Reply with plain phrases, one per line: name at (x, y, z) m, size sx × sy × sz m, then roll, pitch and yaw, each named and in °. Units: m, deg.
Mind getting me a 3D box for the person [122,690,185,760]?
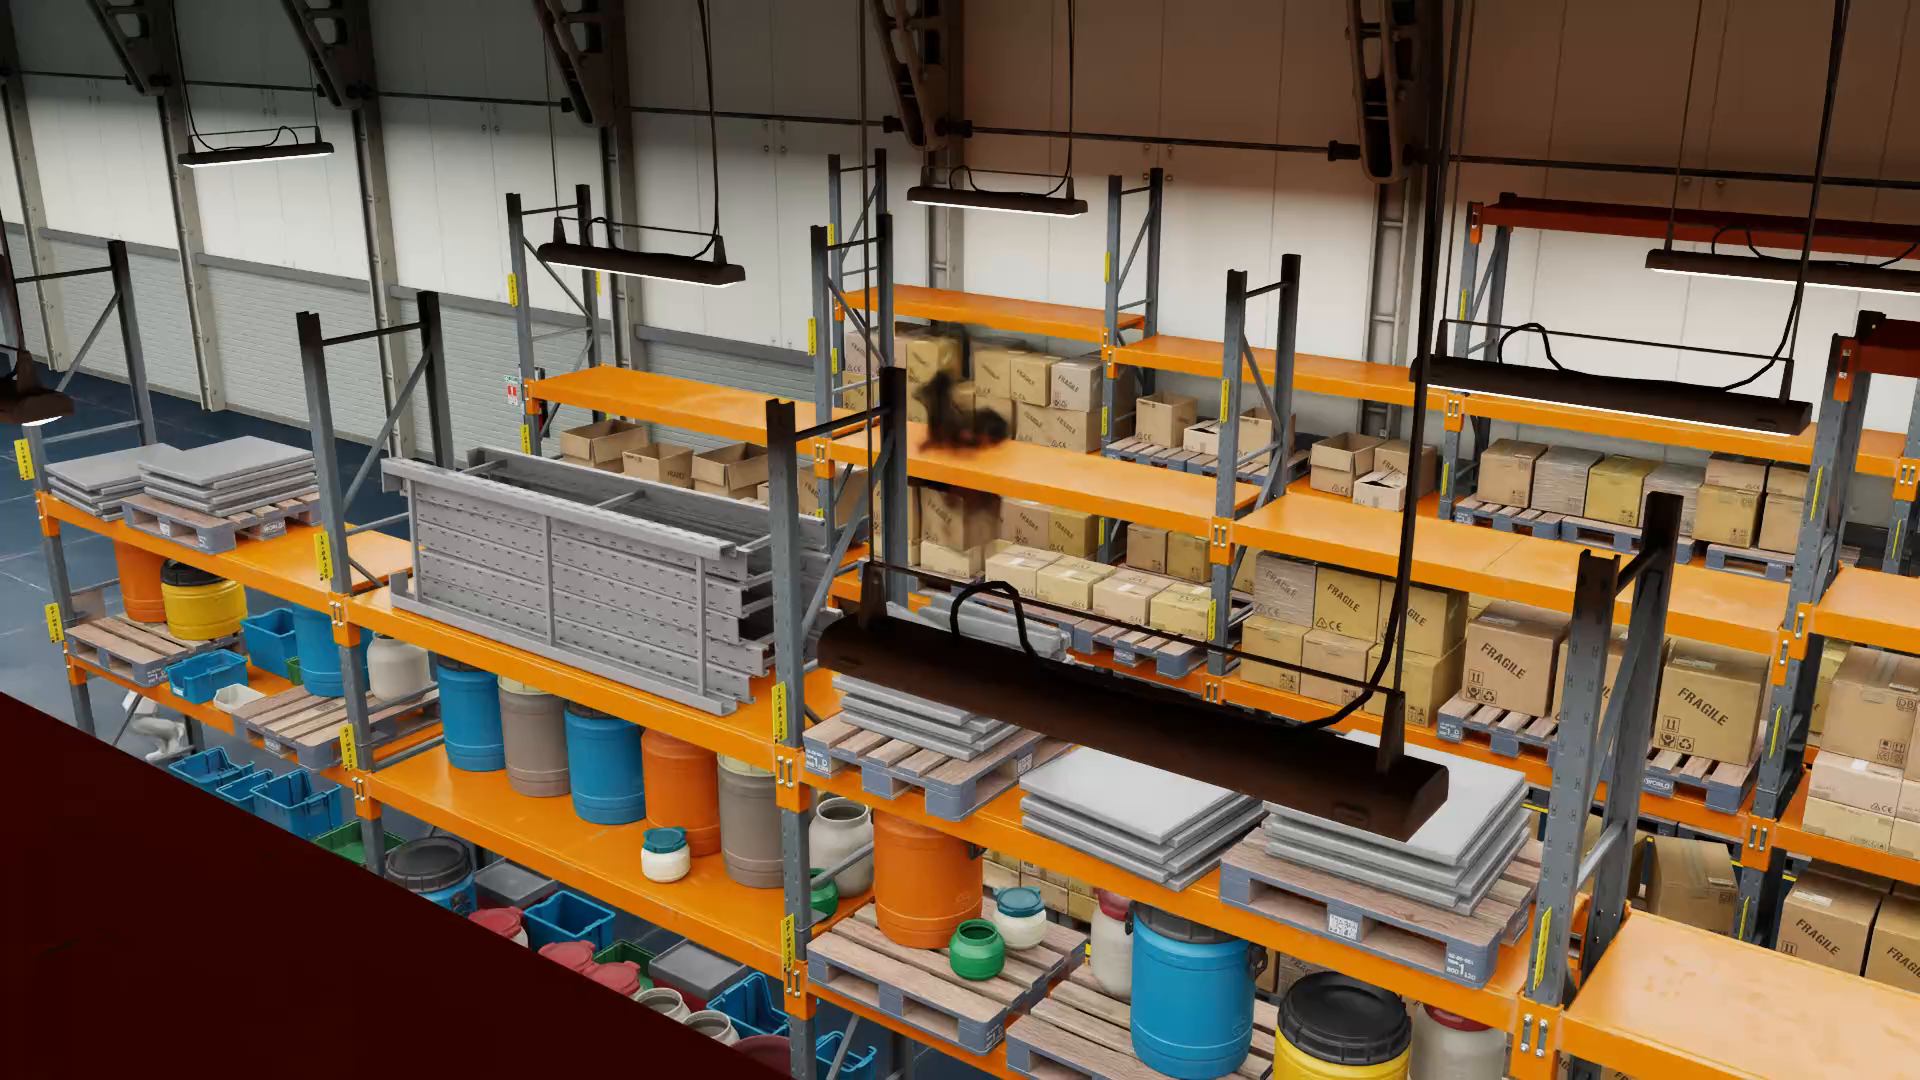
person at (-8.658, 1.560, 17.756) m, size 0.571 × 1.732 × 0.717 m, roll -8°, pitch 20°, yaw -22°
